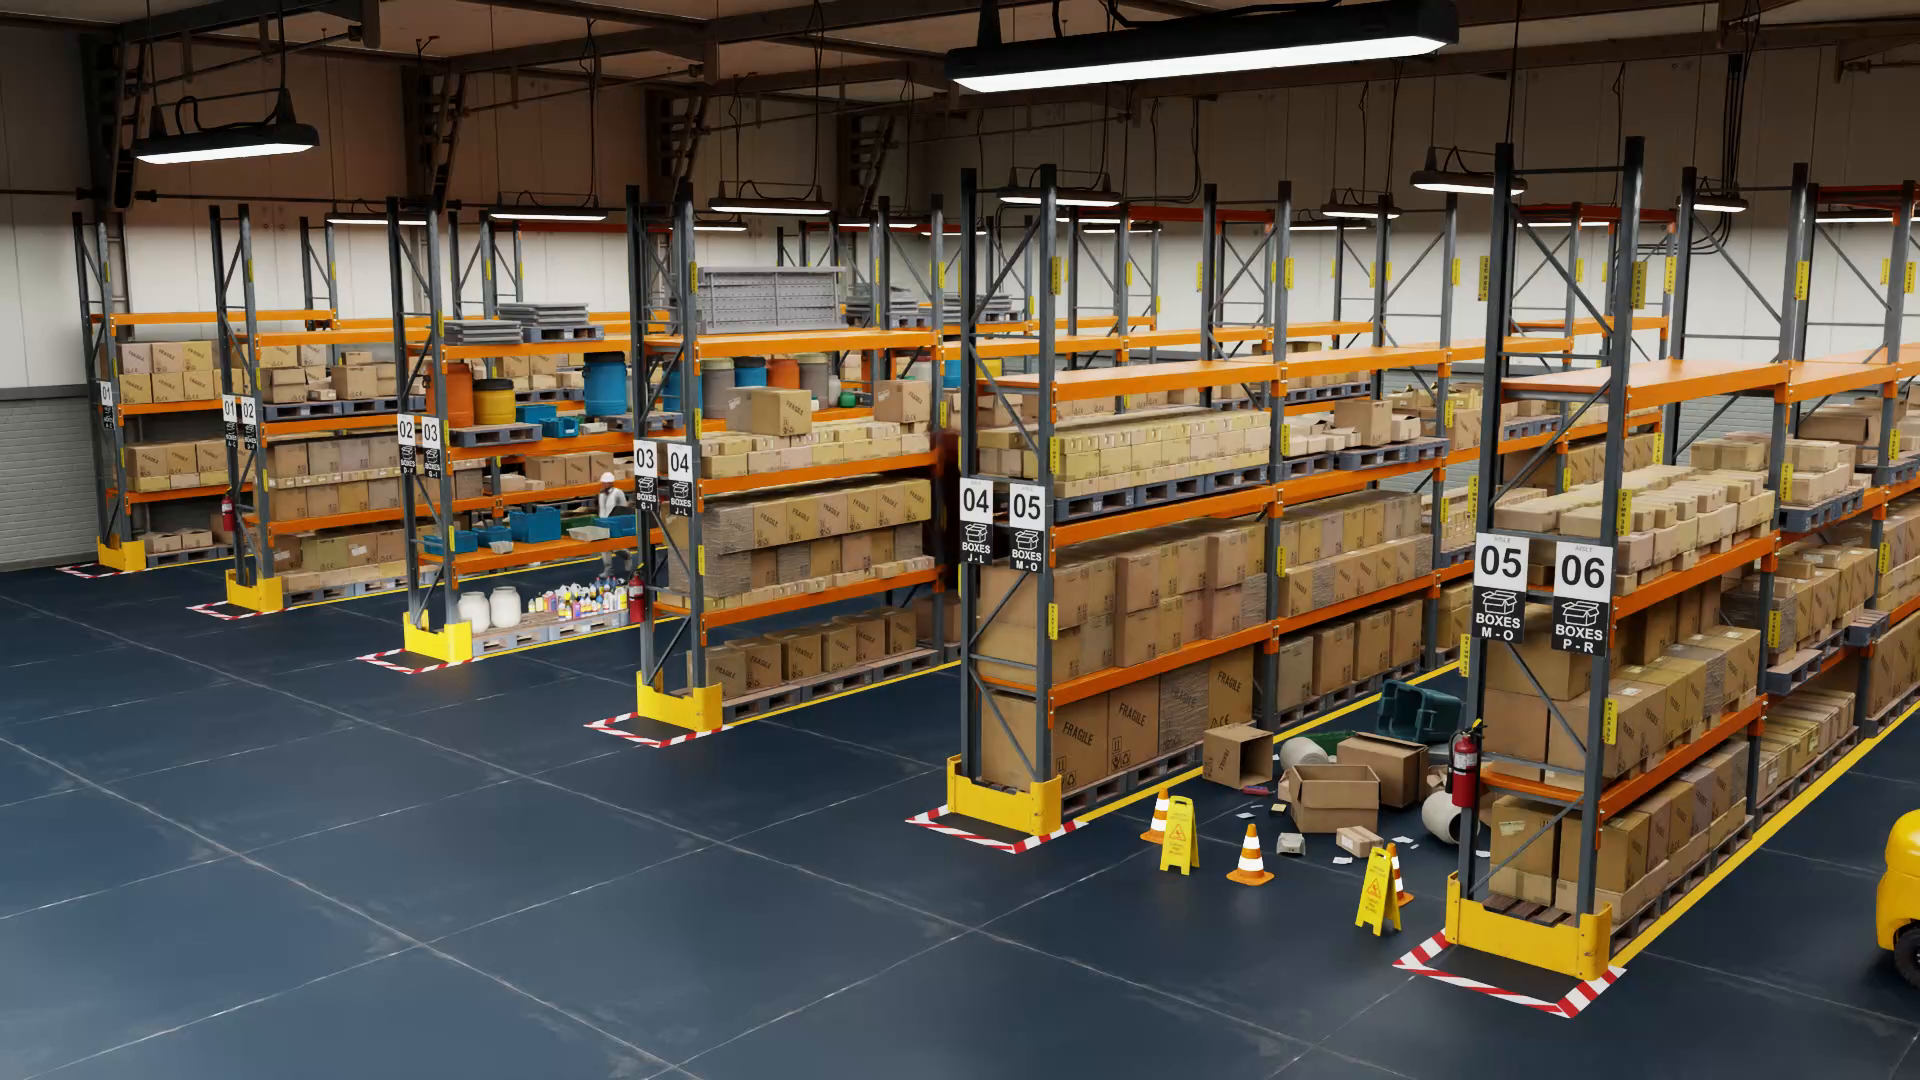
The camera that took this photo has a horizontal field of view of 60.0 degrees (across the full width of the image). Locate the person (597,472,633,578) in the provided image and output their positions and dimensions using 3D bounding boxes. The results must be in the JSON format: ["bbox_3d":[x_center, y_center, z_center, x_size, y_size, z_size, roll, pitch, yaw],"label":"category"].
[{"bbox_3d":[-5.737,-0.268,27.635,0.624,1.756,0.638,5,11,27],"label":"person"}]
